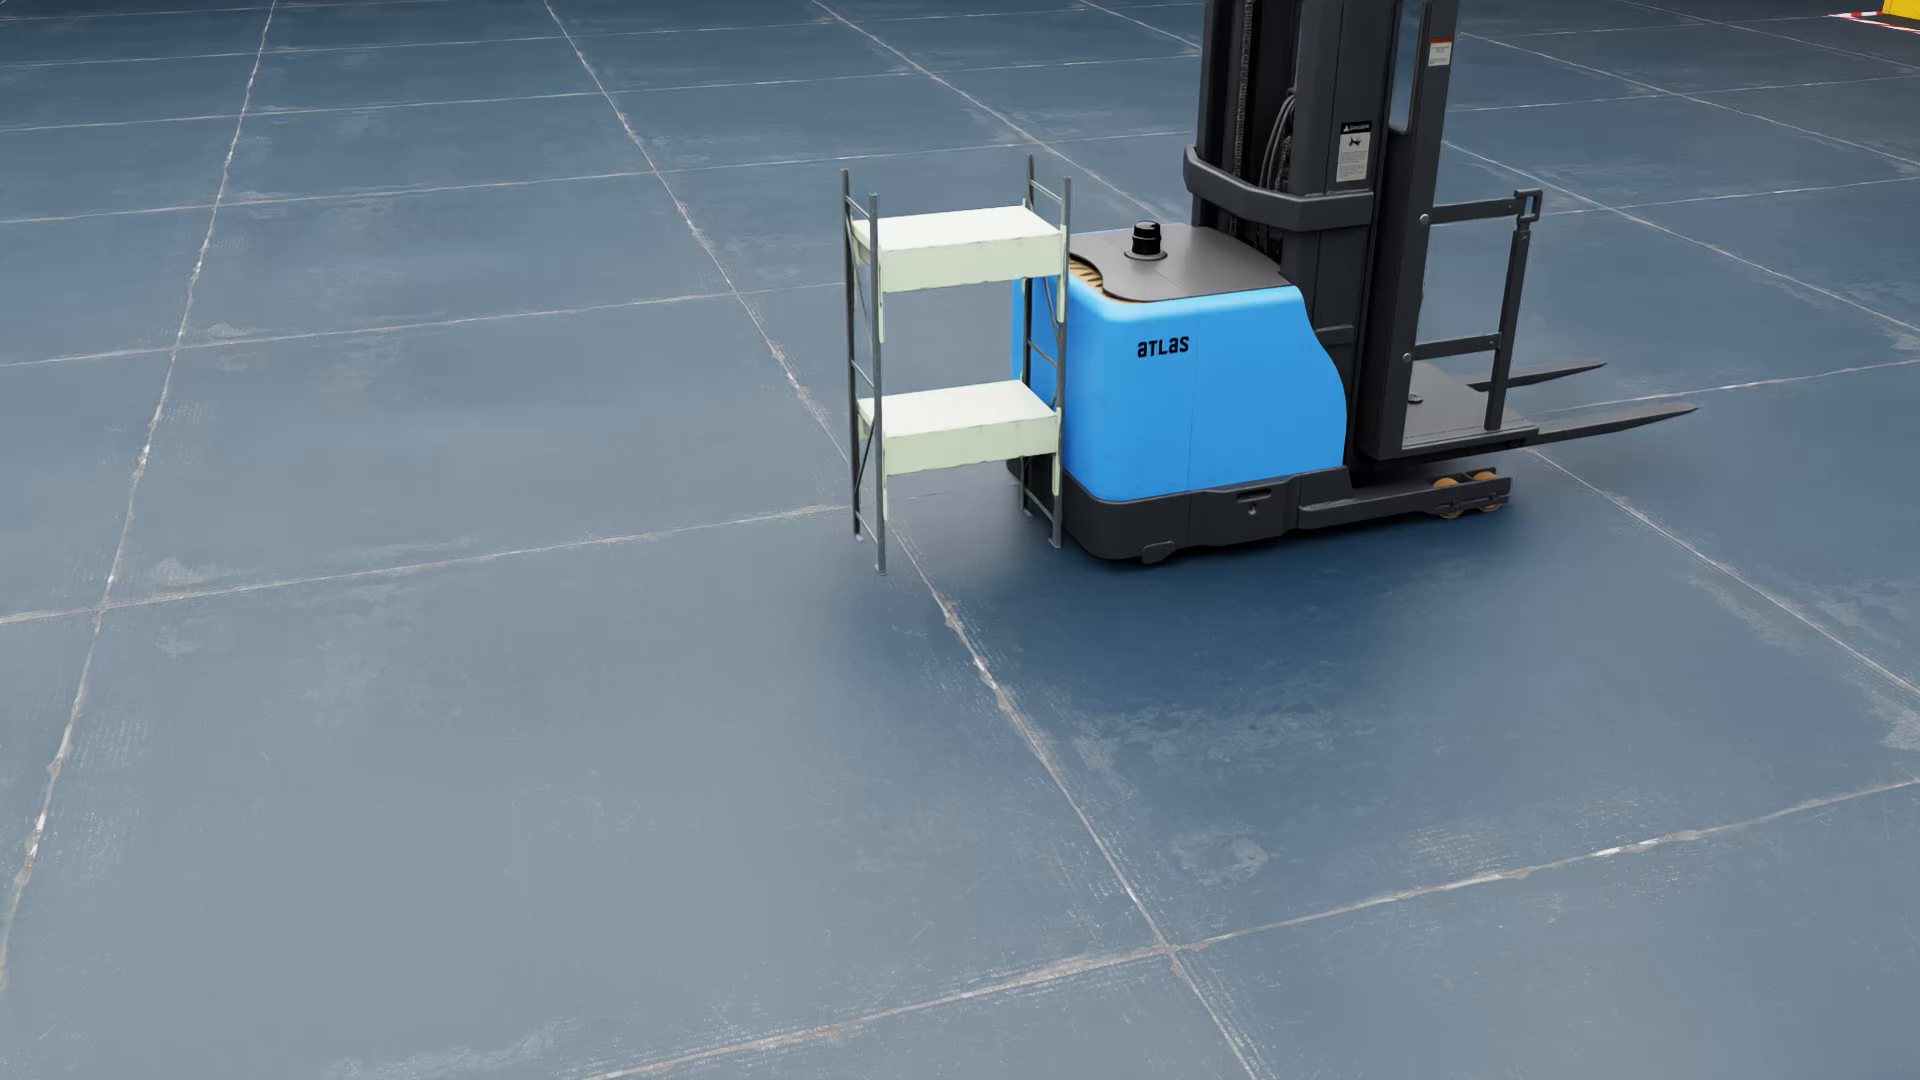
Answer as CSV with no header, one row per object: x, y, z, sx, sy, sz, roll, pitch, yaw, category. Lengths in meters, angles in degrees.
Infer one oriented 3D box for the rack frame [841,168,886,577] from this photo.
-0.363,-0.614,6.299,0.023,1.500,0.400,-9,28,-17,rack frame

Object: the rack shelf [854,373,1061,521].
-0.017,-0.375,6.550,0.720,0.370,0.431,-9,28,-17,rack shelf

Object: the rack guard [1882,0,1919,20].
10.687,-5.937,18.147,0.348,0.500,1.175,-8,28,-16,rack guard

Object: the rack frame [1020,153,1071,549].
0.329,-0.720,6.513,0.023,1.500,0.400,-9,28,-17,rack frame

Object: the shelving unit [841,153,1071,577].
-0.017,-0.667,6.406,0.755,1.500,0.431,-9,28,-17,shelving unit

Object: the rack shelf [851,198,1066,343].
-0.017,-1.017,6.233,0.720,0.370,0.431,-9,28,-17,rack shelf

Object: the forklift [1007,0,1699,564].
1.774,-1.611,6.699,3.031,2.935,1.130,-9,28,-18,forklift
